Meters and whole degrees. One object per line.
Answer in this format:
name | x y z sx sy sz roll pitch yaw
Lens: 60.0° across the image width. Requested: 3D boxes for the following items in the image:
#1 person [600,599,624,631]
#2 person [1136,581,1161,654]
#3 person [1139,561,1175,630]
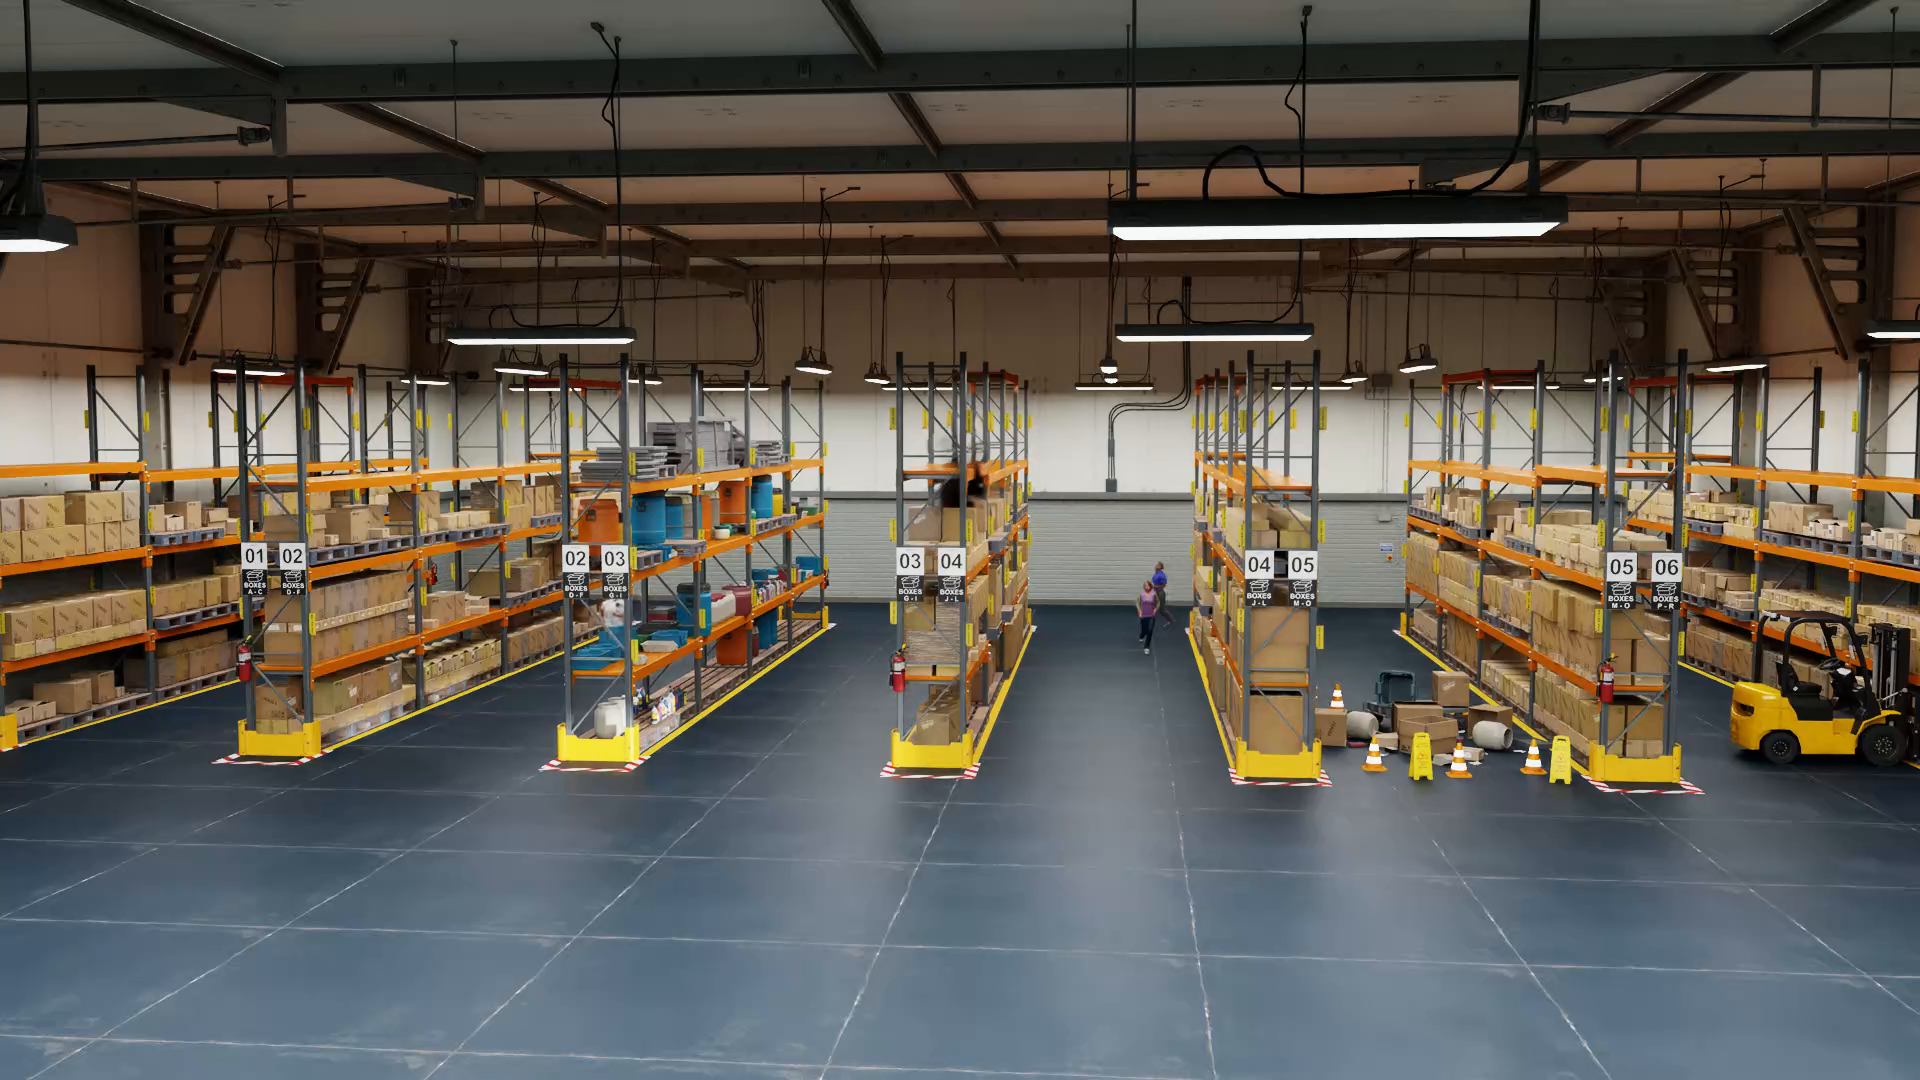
person | -6.946 1.770 33.352 0.562 1.721 0.867 0 4 -5
person | 4.090 1.668 36.121 0.532 1.572 0.586 0 4 5
person | 4.815 1.342 40.073 0.871 1.674 0.602 -2 4 -23
